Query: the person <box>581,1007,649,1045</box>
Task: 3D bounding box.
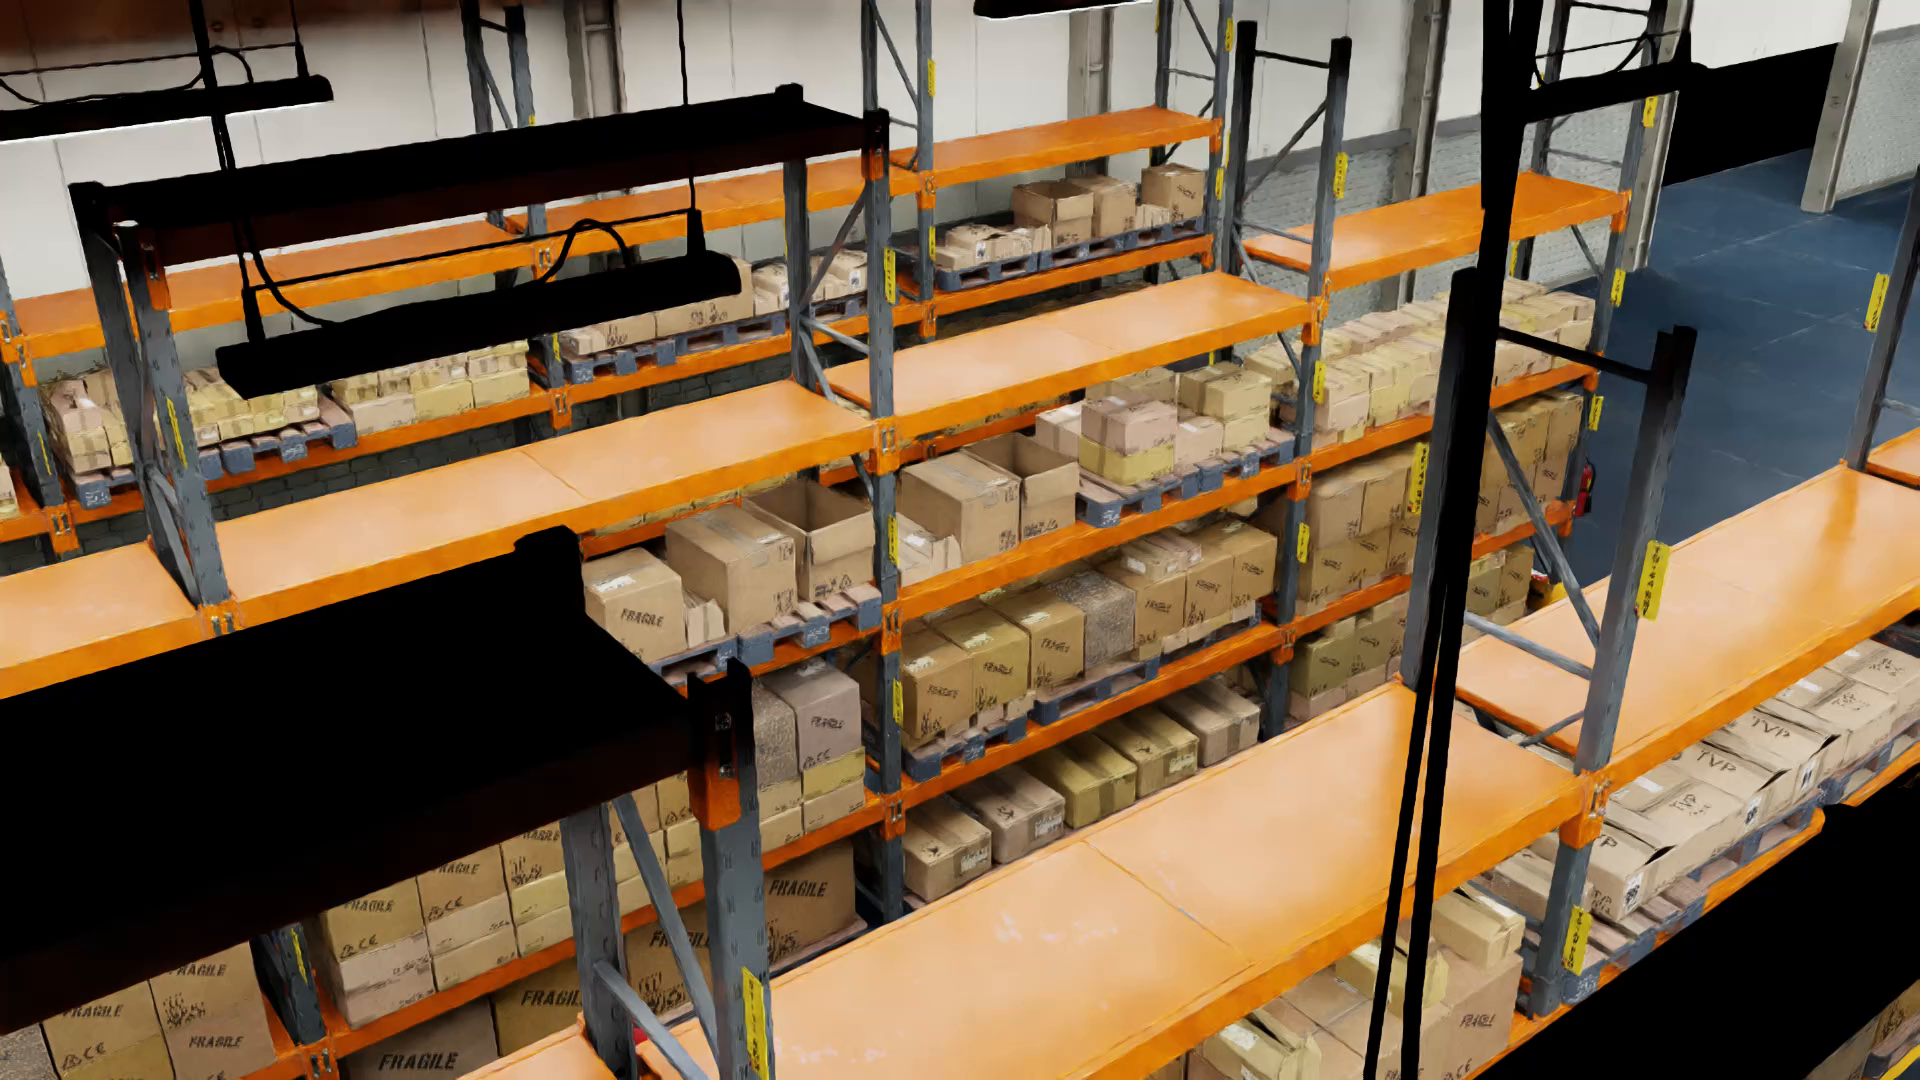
[{"bbox_3d":[-1.984,3.276,9.432,0.674,1.720,0.603,-8,27,-16],"label":"person"}]
